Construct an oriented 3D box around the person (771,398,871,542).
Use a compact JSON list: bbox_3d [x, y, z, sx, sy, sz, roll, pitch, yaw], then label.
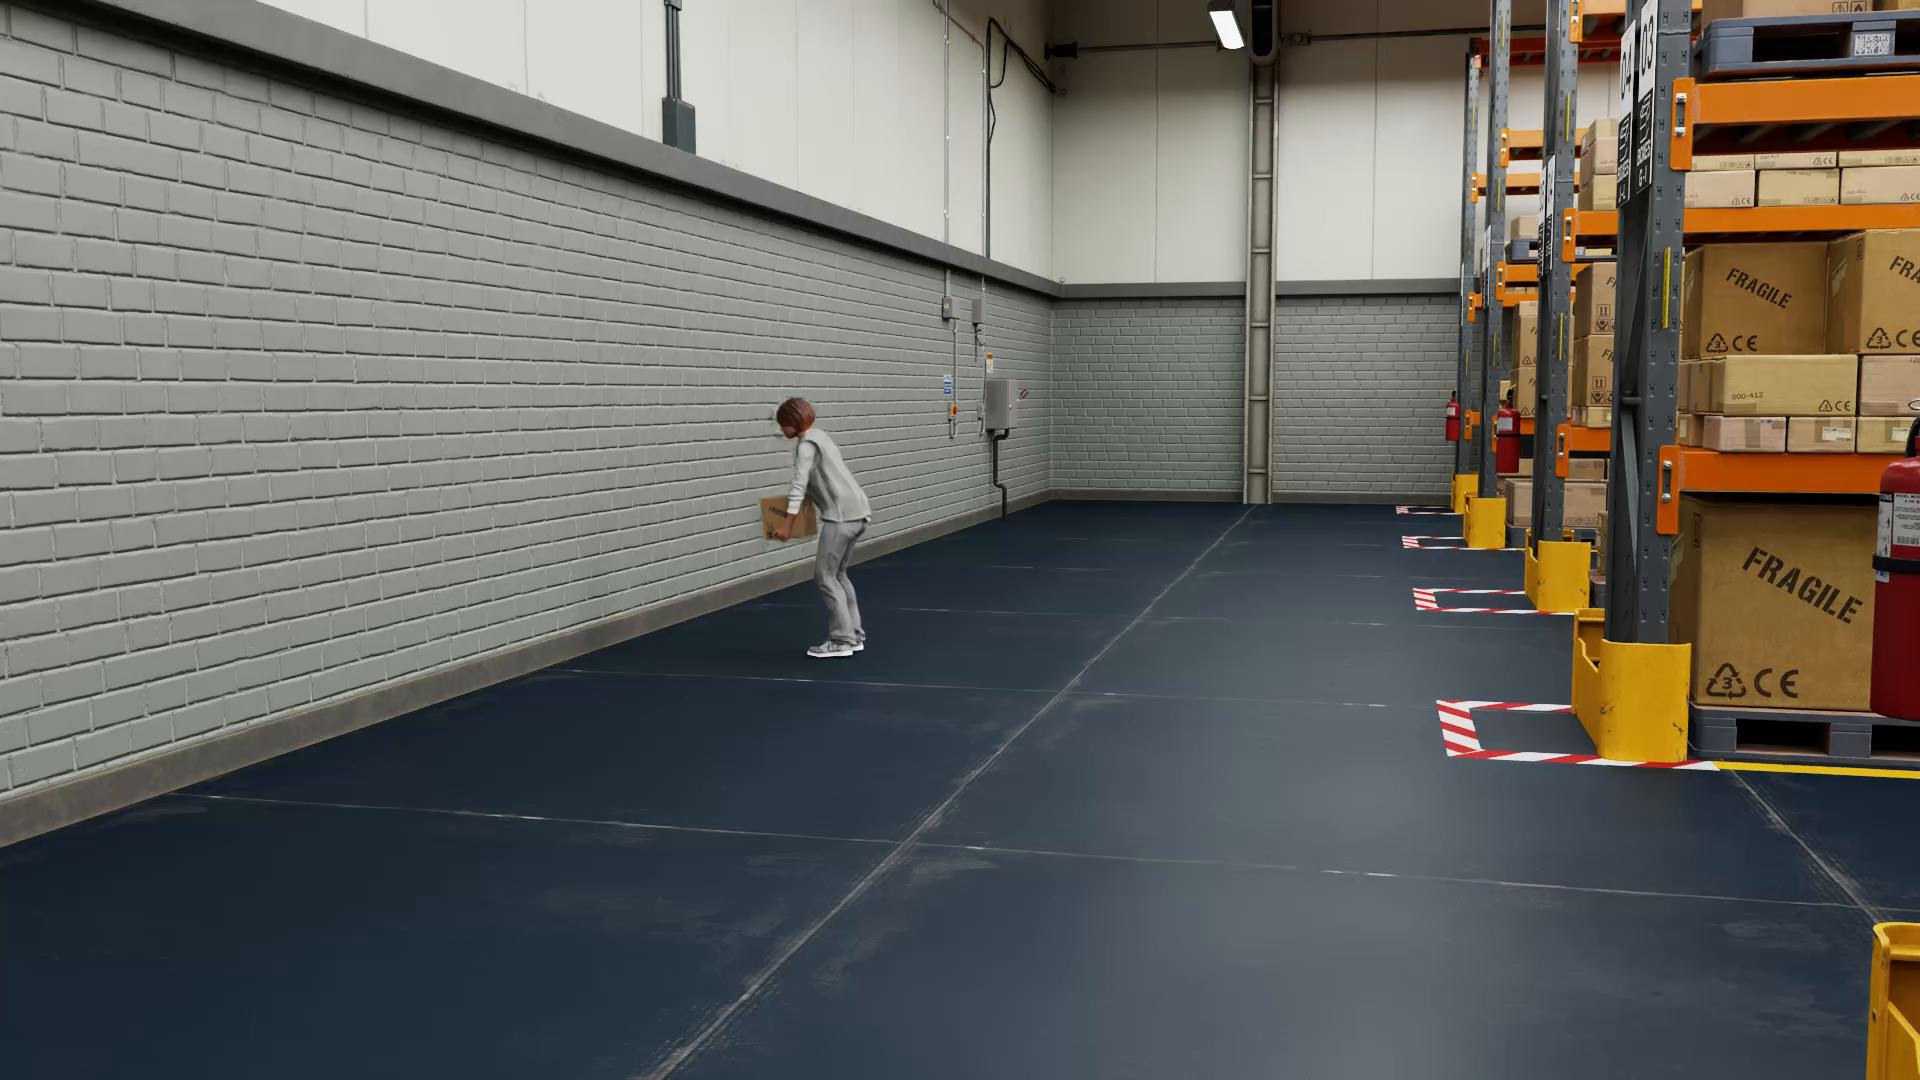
[{"bbox_3d":[-0.807,-0.408,9.787,0.560,0.836,0.370,1,5,13],"label":"person"}]
